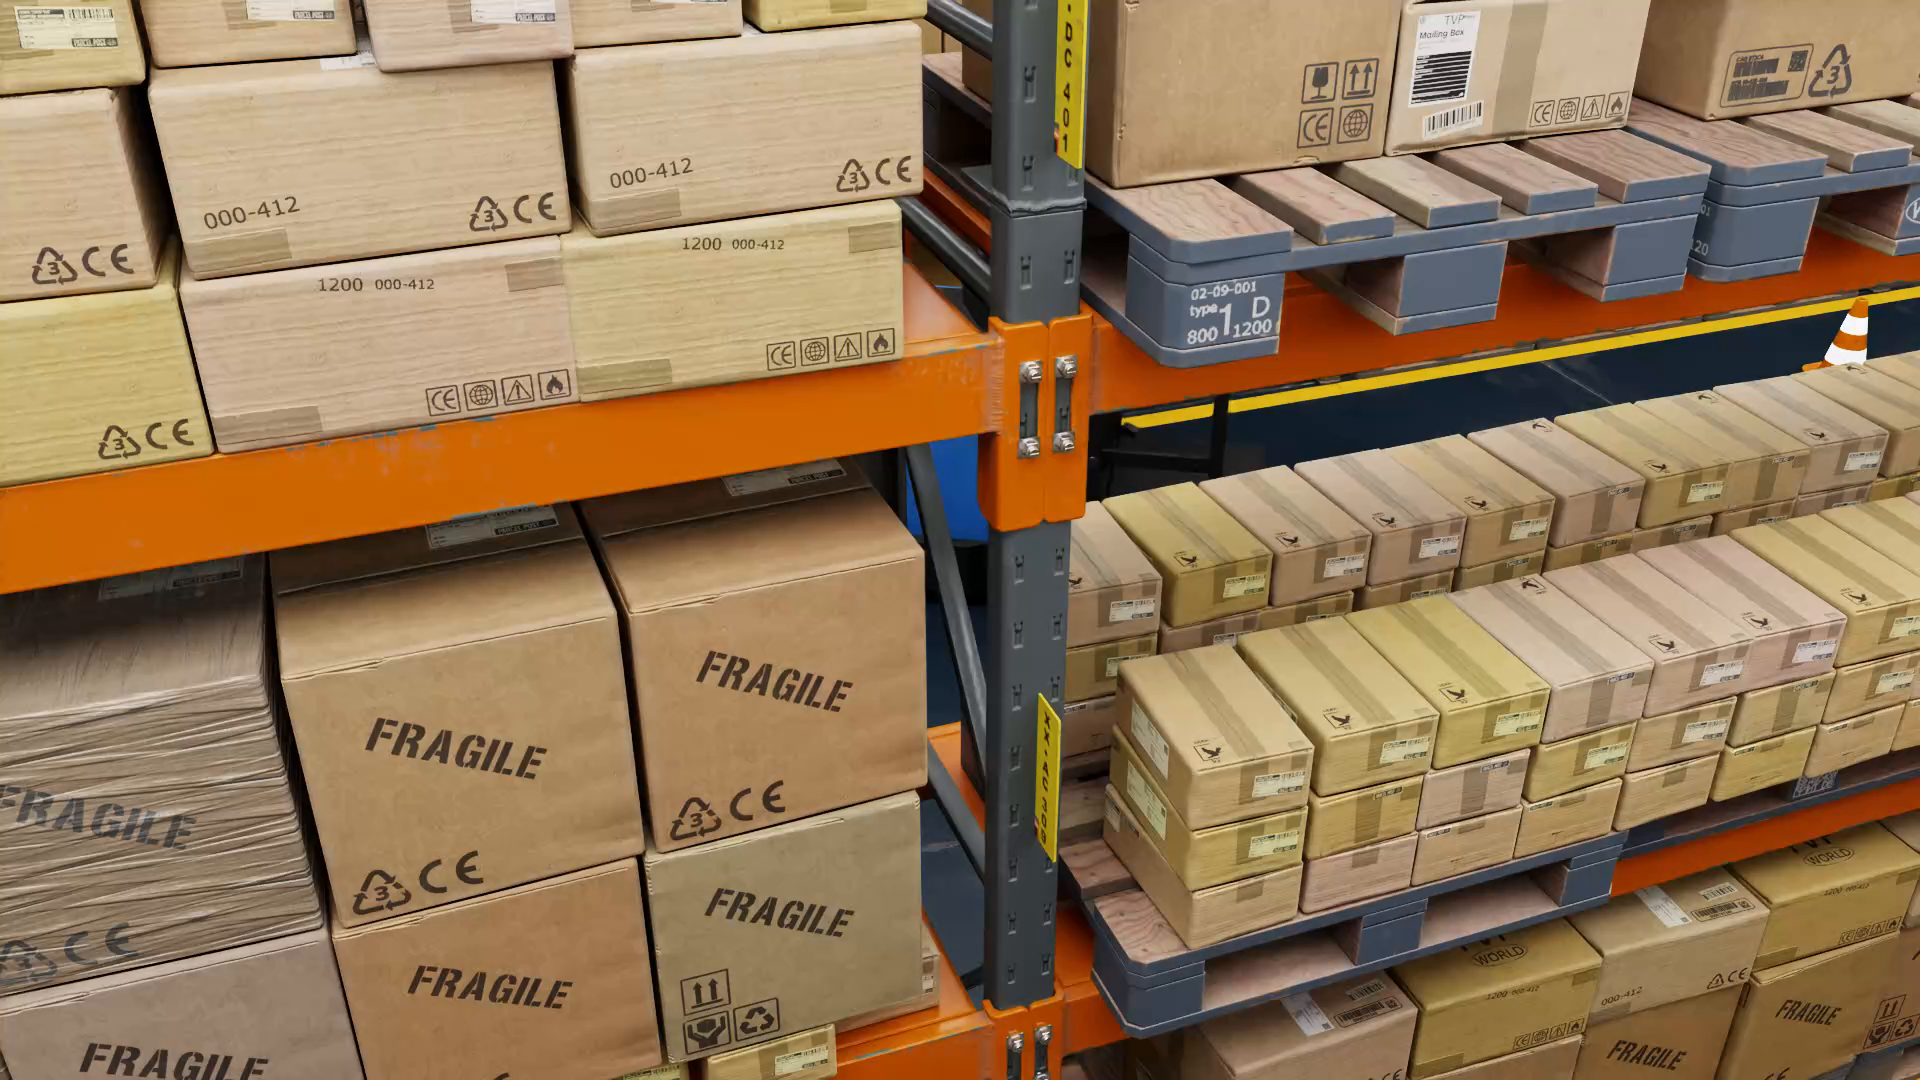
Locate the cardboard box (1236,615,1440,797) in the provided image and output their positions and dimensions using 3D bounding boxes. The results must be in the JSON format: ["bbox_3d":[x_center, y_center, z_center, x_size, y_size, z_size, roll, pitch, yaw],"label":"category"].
[{"bbox_3d":[0.752,0.329,3.371,0.250,0.149,0.380,-10,31,-16],"label":"cardboard box"}]

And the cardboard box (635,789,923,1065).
[{"bbox_3d":[-0.391,0.608,3.251,0.500,0.500,0.500,-10,31,-18],"label":"cardboard box"}]

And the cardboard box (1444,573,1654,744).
[{"bbox_3d":[1.228,0.244,3.520,0.250,0.149,0.380,-11,31,-18],"label":"cardboard box"}]

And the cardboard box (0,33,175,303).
[{"bbox_3d":[-1.359,-0.515,2.240,0.500,0.250,0.500,-9,31,-16],"label":"cardboard box"}]

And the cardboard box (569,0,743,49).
[{"bbox_3d":[-0.479,-0.831,2.392,0.250,0.149,0.380,-10,31,-16],"label":"cardboard box"}]

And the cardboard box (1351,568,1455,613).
[{"bbox_3d":[1.002,0.067,4.132,0.250,0.149,0.380,-11,32,-19],"label":"cardboard box"}]

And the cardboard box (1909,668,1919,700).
[{"bbox_3d":[2.200,0.193,3.909,0.250,0.149,0.380,-10,31,-16],"label":"cardboard box"}]

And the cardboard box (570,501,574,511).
[{"bbox_3d":[-1.025,0.020,3.272,0.500,0.500,0.500,-11,32,-19],"label":"cardboard box"}]

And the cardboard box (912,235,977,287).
[{"bbox_3d":[-0.460,-1.276,8.681,0.875,0.875,0.875,-10,31,-16],"label":"cardboard box"}]

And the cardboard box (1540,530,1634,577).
[{"bbox_3d":[1.502,-0.026,4.294,0.250,0.149,0.380,-10,31,-17],"label":"cardboard box"}]

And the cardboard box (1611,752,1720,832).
[{"bbox_3d":[1.461,0.459,3.743,0.250,0.149,0.380,-12,32,-20],"label":"cardboard box"}]

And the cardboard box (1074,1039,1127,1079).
[{"bbox_3d":[0.569,1.225,4.670,0.500,0.500,0.500,-11,31,-19],"label":"cardboard box"}]

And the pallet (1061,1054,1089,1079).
[{"bbox_3d":[0.693,1.643,4.653,1.213,0.211,1.003,-10,31,-18],"label":"pallet"}]

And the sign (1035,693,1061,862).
[{"bbox_3d":[0.160,0.441,3.072,0.005,0.325,0.100,-10,31,-18],"label":"sign"}]

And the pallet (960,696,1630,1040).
[{"bbox_3d":[0.731,0.585,3.887,1.213,0.211,1.003,-10,31,-18],"label":"pallet"}]

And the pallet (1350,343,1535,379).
[{"bbox_3d":[2.625,-1.326,9.864,1.213,0.211,1.003,-10,31,-18],"label":"pallet"}]

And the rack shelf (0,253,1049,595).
[{"bbox_3d":[-1.911,-0.079,2.556,4.000,0.370,1.077,-10,31,-18],"label":"rack shelf"}]

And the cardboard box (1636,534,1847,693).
[{"bbox_3d":[1.705,0.156,3.674,0.250,0.149,0.380,-9,31,-16],"label":"cardboard box"}]

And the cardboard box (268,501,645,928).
[{"bbox_3d":[-0.865,0.257,2.856,0.500,0.500,0.500,-11,32,-19],"label":"cardboard box"}]

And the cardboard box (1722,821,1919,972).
[{"bbox_3d":[2.212,0.866,4.543,0.500,0.250,0.500,-10,31,-16],"label":"cardboard box"}]

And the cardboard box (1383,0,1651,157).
[{"bbox_3d":[0.862,-0.935,2.997,0.500,0.311,0.500,-11,31,-18],"label":"cardboard box"}]

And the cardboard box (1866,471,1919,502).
[{"bbox_3d":[2.451,-0.197,4.595,0.250,0.149,0.380,-10,31,-17],"label":"cardboard box"}]

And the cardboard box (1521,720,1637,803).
[{"bbox_3d":[1.221,0.374,3.593,0.250,0.149,0.380,-12,32,-20],"label":"cardboard box"}]

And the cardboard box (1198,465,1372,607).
[{"bbox_3d":[0.766,-0.016,3.976,0.250,0.149,0.380,-11,32,-19],"label":"cardboard box"}]

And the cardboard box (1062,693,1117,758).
[{"bbox_3d":[0.267,0.333,3.966,0.250,0.149,0.380,-11,32,-19],"label":"cardboard box"}]

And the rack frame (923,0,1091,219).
[{"bbox_3d":[-0.036,-2.040,2.241,0.127,3.000,1.000,-10,31,-18],"label":"rack frame"}]

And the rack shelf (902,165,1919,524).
[{"bbox_3d":[1.838,-0.770,3.767,4.000,0.370,1.077,-10,31,-18],"label":"rack shelf"}]

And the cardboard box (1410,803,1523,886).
[{"bbox_3d":[0.987,0.546,3.590,0.250,0.149,0.380,-10,31,-17],"label":"cardboard box"}]

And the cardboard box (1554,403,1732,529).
[{"bbox_3d":[1.745,-0.197,4.295,0.250,0.149,0.380,-11,31,-18],"label":"cardboard box"}]

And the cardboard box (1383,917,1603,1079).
[{"bbox_3d":[1.246,1.046,4.227,0.500,0.250,0.500,-10,31,-16],"label":"cardboard box"}]

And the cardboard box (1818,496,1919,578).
[{"bbox_3d":[2.200,0.063,3.837,0.250,0.149,0.380,-9,31,-15],"label":"cardboard box"}]

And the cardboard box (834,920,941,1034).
[{"bbox_3d":[-0.223,0.833,3.511,0.250,0.149,0.380,-11,31,-18],"label":"cardboard box"}]

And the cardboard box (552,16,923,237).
[{"bbox_3d":[-0.380,-0.692,2.550,0.500,0.250,0.500,-12,32,-20],"label":"cardboard box"}]

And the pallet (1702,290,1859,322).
[{"bbox_3d":[4.911,-1.747,10.603,1.213,0.211,1.003,-10,31,-18],"label":"pallet"}]

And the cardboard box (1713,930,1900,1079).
[{"bbox_3d":[2.209,1.201,4.713,0.500,0.500,0.500,-12,32,-20],"label":"cardboard box"}]

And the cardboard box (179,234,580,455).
[{"bbox_3d":[-0.874,-0.381,2.510,0.500,0.250,0.500,-11,31,-18],"label":"cardboard box"}]

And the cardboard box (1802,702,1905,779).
[{"bbox_3d":[1.952,0.368,3.903,0.250,0.149,0.380,-12,32,-20],"label":"cardboard box"}]

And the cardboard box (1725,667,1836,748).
[{"bbox_3d":[1.721,0.280,3.757,0.250,0.149,0.380,-11,31,-18],"label":"cardboard box"}]

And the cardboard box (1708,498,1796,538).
[{"bbox_3d":[1.983,-0.114,4.448,0.250,0.149,0.380,-11,31,-18],"label":"cardboard box"}]

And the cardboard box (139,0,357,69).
[{"bbox_3d":[-0.980,-0.779,2.301,0.250,0.149,0.380,-9,31,-16],"label":"cardboard box"}]

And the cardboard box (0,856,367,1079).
[{"bbox_3d":[-1.345,0.782,2.945,0.500,0.500,0.500,-11,31,-18],"label":"cardboard box"}]

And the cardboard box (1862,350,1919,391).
[{"bbox_3d":[2.729,-0.378,4.612,0.250,0.149,0.380,-11,31,-18],"label":"cardboard box"}]

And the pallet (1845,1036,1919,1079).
[{"bbox_3d":[2.980,1.222,5.393,1.213,0.211,1.003,-10,31,-18],"label":"pallet"}]

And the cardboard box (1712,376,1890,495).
[{"bbox_3d":[2.228,-0.285,4.449,0.250,0.149,0.380,-9,31,-15],"label":"cardboard box"}]

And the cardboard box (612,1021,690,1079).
[{"bbox_3d":[-0.697,0.947,3.312,0.250,0.149,0.380,-9,31,-16],"label":"cardboard box"}]

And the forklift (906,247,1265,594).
[{"bbox_3d":[0.867,-1.186,6.870,3.031,2.935,1.130,5,30,9],"label":"forklift"}]

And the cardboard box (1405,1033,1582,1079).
[{"bbox_3d":[1.244,1.373,4.410,0.500,0.500,0.500,-9,31,-15],"label":"cardboard box"}]

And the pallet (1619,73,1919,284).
[{"bbox_3d":[1.550,-0.893,3.447,1.003,0.211,1.213,-10,31,-18],"label":"pallet"}]

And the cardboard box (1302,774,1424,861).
[{"bbox_3d":[0.735,0.463,3.436,0.250,0.149,0.380,-11,31,-19],"label":"cardboard box"}]

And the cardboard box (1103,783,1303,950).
[{"bbox_3d":[0.493,0.638,3.429,0.250,0.149,0.380,-12,32,-20],"label":"cardboard box"}]

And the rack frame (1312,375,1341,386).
[{"bbox_3d":[1.892,-2.403,8.938,0.127,3.000,1.000,-10,31,-18],"label":"rack frame"}]

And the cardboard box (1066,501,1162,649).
[{"bbox_3d":[0.272,0.075,3.818,0.250,0.149,0.380,-9,31,-15],"label":"cardboard box"}]

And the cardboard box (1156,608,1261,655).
[{"bbox_3d":[0.514,0.157,3.973,0.250,0.149,0.380,-10,31,-17],"label":"cardboard box"}]

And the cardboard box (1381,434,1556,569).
[{"bbox_3d":[1.244,-0.102,4.128,0.250,0.149,0.380,-11,32,-19],"label":"cardboard box"}]

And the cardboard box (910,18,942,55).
[{"bbox_3d":[-0.406,-2.319,7.680,0.500,0.500,0.500,-11,32,-19],"label":"cardboard box"}]
